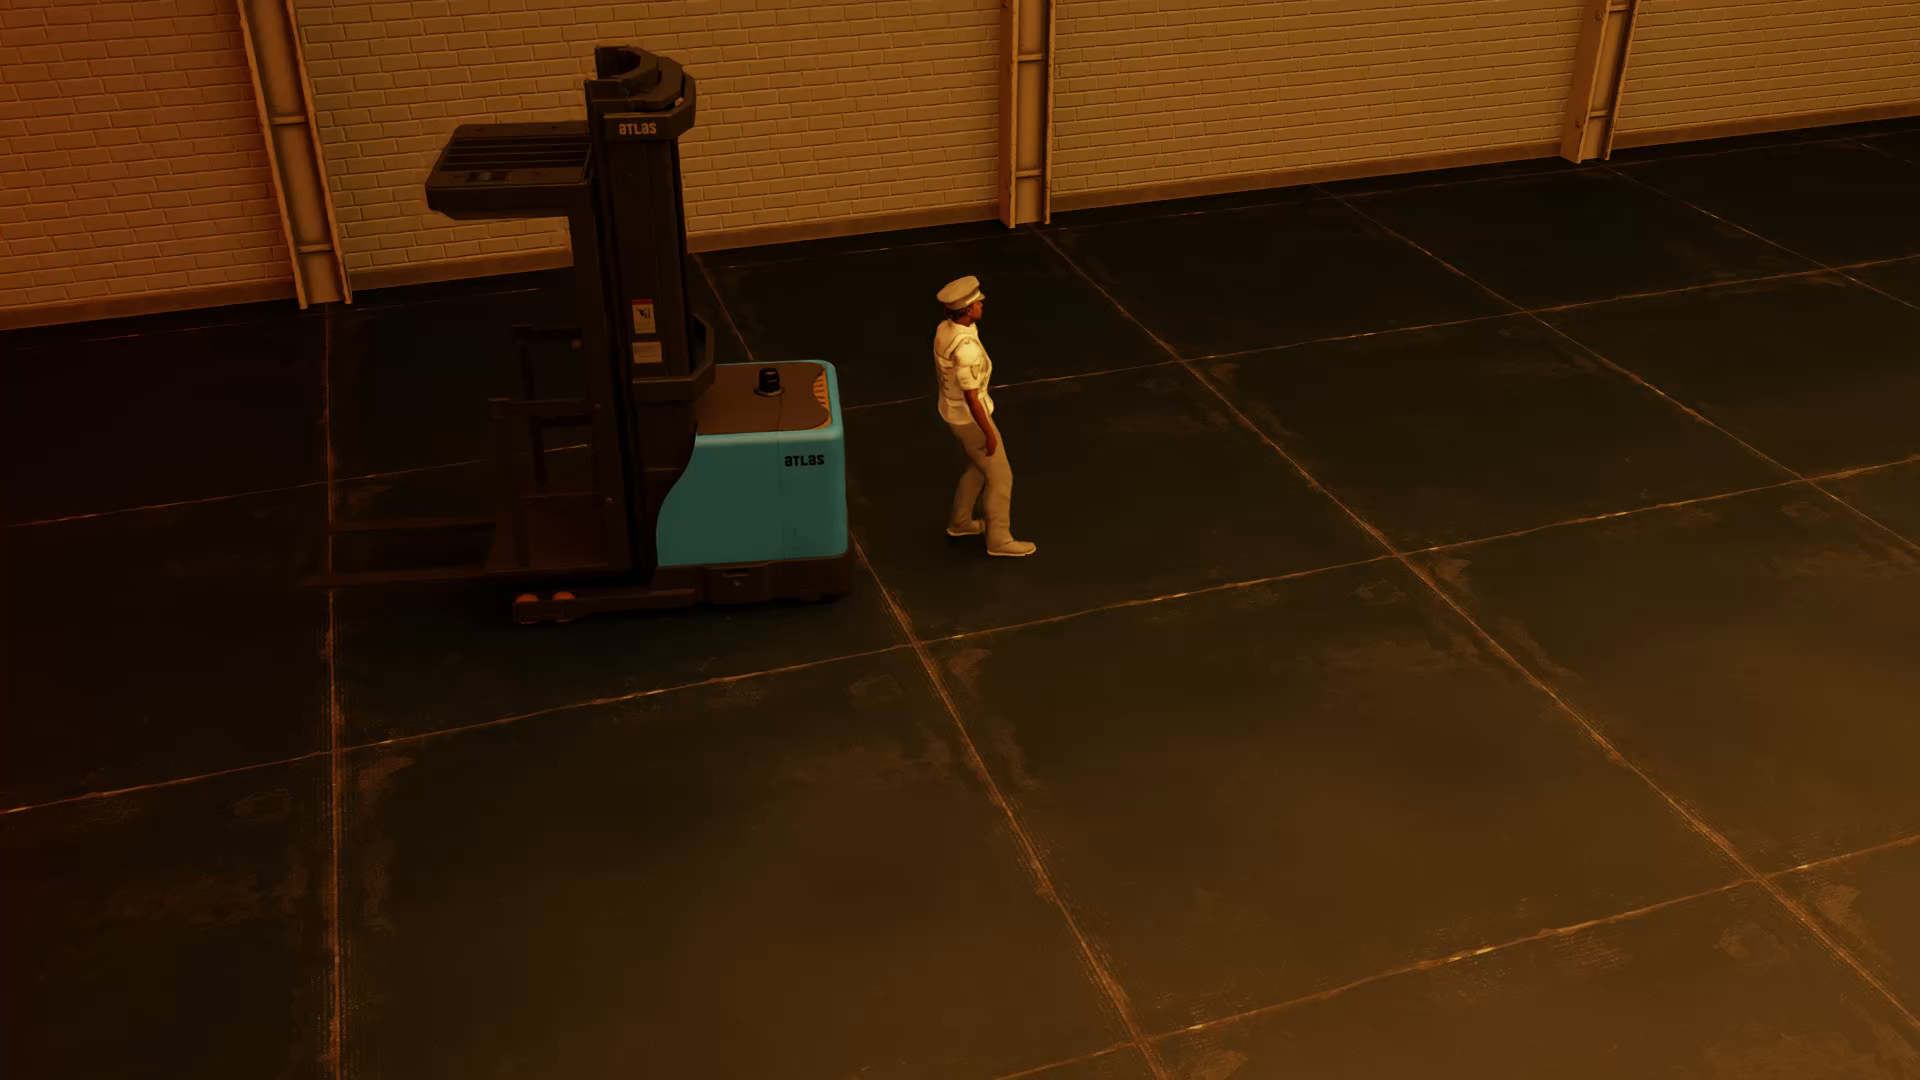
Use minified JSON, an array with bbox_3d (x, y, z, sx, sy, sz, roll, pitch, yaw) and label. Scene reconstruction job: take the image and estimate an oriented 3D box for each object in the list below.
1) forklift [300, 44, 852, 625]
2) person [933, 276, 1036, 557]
[{"bbox_3d":[-2.168,-1.081,8.966,3.031,2.935,1.130,-3,30,-6],"label":"forklift"},{"bbox_3d":[0.132,-0.730,9.652,0.543,1.671,0.597,-7,31,-12],"label":"person"}]
